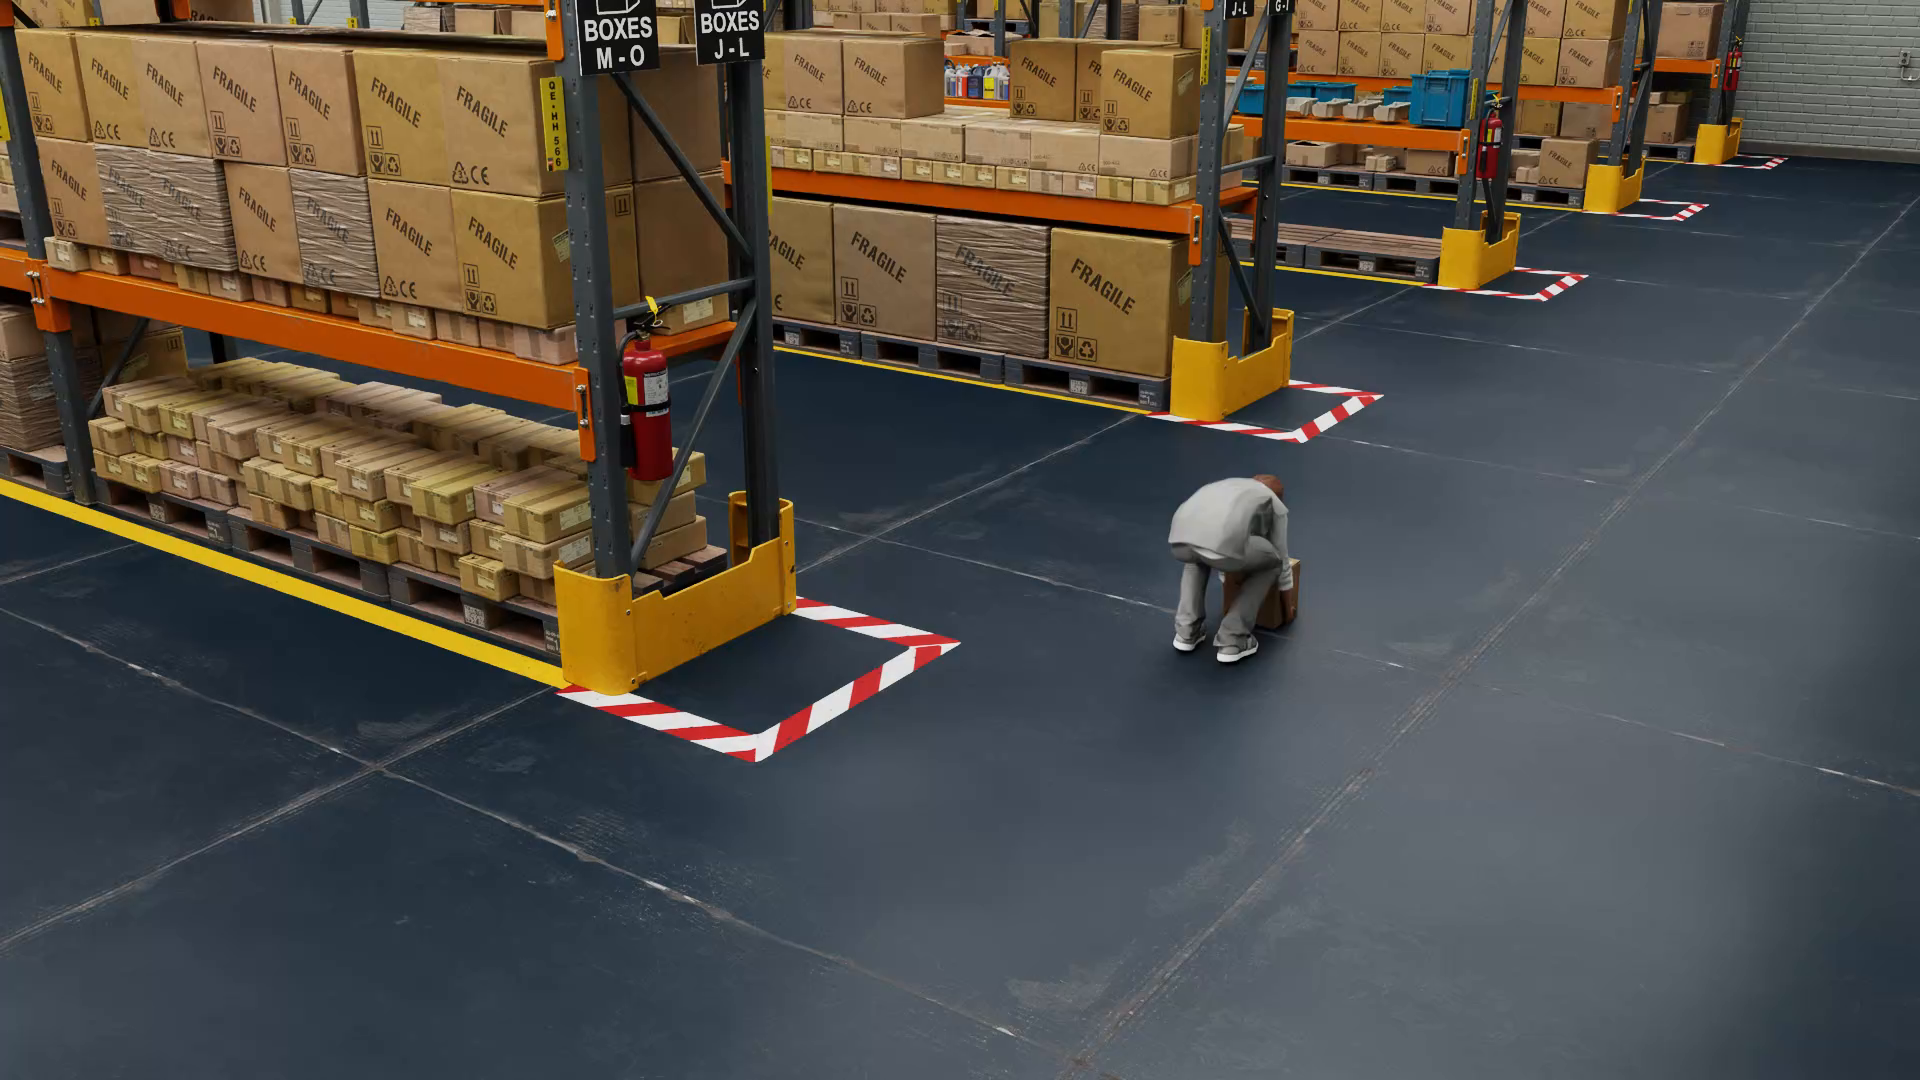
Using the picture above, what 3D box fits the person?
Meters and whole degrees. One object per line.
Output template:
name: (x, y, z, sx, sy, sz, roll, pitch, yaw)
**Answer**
person: (1.163, 0.062, 7.105, 0.432, 0.807, 0.864, 12, 23, 30)
